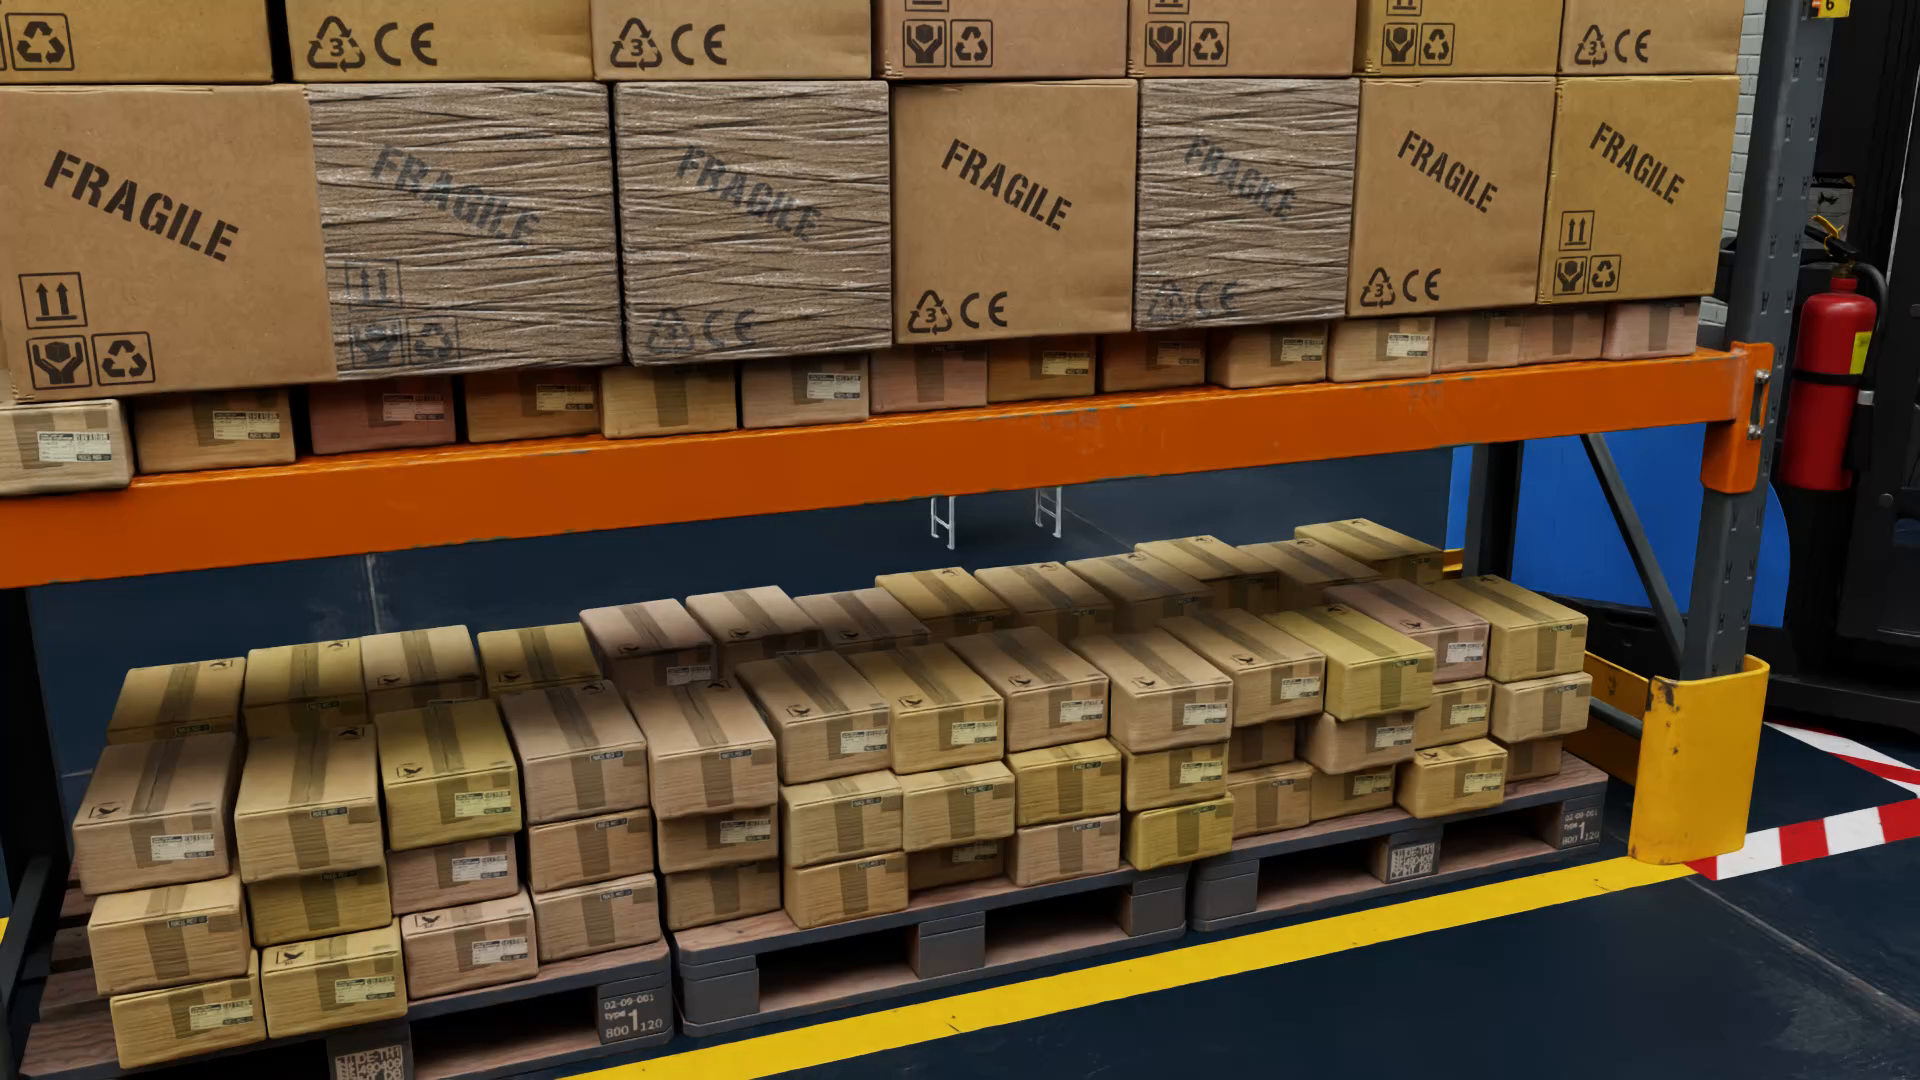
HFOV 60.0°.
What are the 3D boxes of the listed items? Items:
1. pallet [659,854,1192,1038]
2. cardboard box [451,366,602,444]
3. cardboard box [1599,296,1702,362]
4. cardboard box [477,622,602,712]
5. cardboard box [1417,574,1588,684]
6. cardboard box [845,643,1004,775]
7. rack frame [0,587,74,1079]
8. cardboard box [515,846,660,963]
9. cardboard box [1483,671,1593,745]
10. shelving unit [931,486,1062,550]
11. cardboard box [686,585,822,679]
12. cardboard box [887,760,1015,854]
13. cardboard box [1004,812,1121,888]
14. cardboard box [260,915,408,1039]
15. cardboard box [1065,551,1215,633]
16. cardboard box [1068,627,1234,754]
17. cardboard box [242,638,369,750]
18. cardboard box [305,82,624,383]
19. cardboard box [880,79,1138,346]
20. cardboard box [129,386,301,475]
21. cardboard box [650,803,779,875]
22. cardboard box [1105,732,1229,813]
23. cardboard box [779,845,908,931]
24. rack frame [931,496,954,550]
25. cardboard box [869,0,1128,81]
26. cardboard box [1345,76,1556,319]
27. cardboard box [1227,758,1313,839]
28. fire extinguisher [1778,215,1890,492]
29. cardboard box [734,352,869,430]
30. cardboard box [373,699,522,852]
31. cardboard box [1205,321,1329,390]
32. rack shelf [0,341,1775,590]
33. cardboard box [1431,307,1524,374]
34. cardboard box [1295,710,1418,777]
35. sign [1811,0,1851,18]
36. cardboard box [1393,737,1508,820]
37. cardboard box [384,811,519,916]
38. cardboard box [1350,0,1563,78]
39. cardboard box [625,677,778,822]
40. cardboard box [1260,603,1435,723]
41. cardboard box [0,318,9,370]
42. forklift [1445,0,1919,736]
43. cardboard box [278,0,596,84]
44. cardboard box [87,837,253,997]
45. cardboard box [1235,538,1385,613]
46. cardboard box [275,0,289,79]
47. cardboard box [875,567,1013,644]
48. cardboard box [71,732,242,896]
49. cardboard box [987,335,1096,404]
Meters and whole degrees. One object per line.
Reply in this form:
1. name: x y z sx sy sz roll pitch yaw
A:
1. pallet: -0.194 0.762 4.130 1.213 0.211 1.003 -6 17 -20
2. cardboard box: -0.868 -0.309 3.274 0.250 0.149 0.380 -7 18 -23
3. cardboard box: 1.582 -0.551 4.096 0.250 0.149 0.380 -6 17 -20
4. cardboard box: -0.986 0.333 3.901 0.250 0.149 0.380 -6 17 -18
5. cardboard box: 1.382 0.222 4.275 0.250 0.149 0.380 -6 17 -19
6. cardboard box: -0.085 0.375 3.757 0.250 0.149 0.380 -6 17 -20
7. rack frame: -1.950 -0.375 3.052 0.127 3.000 1.000 -6 17 -20
8. cardboard box: -0.814 0.735 3.587 0.250 0.149 0.380 -7 18 -21
9. cardboard box: 1.395 0.373 4.289 0.250 0.149 0.380 -7 18 -22
10. shelving unit: 0.155 -0.592 6.986 0.503 1.200 0.258 -6 17 -20
11. cardboard box: -0.519 0.251 4.180 0.250 0.149 0.380 -7 18 -22
12. cardboard box: -0.062 0.538 3.729 0.250 0.149 0.380 -6 17 -20
13. cardboard box: 0.183 0.645 3.892 0.250 0.149 0.380 -6 17 -19
14. cardboard box: -1.246 0.812 3.323 0.250 0.149 0.380 -6 17 -18
15. cardboard box: 0.477 0.164 4.475 0.250 0.149 0.380 -7 18 -23
16. cardboard box: 0.435 0.343 3.864 0.250 0.149 0.380 -5 17 -18
17. cardboard box: -1.486 0.365 3.790 0.250 0.149 0.380 -6 17 -19
18. cardboard box: -0.938 -0.601 3.117 0.500 0.500 0.500 -6 17 -20
19. cardboard box: 0.036 -0.704 3.468 0.500 0.500 0.500 -5 17 -17
20. cardboard box: -1.353 -0.243 3.047 0.250 0.149 0.380 -6 17 -18
21. cardboard box: -0.560 0.565 3.637 0.250 0.149 0.380 -5 17 -18
22. cardboard box: 0.431 0.482 3.920 0.250 0.149 0.380 -6 17 -19
23. cardboard box: -0.298 0.697 3.714 0.250 0.149 0.380 -7 18 -22
24. rack frame: -0.073 -0.568 6.902 0.015 1.200 0.240 -6 17 -20
25. cardboard box: -0.001 -1.177 3.304 0.500 0.500 0.500 -7 18 -22
26. cardboard box: 0.975 -0.806 3.813 0.500 0.500 0.500 -6 18 -21
27. cardboard box: 0.661 0.581 4.112 0.250 0.149 0.380 -6 17 -20
28. fire extinguisher: 2.186 -0.466 4.162 0.183 0.674 0.296 -6 17 -20
29. cardboard box: -0.356 -0.343 3.387 0.250 0.149 0.380 -5 17 -18
30. cardboard box: -1.057 0.475 3.416 0.250 0.149 0.380 -6 18 -21
31. cardboard box: 0.621 -0.456 3.772 0.250 0.149 0.380 -7 18 -23
32. rack shelf: -0.082 -0.232 3.840 4.000 0.370 1.077 -6 17 -20
33. cardboard box: 1.108 -0.506 3.944 0.250 0.149 0.380 -6 18 -21
34. cardboard box: 0.910 0.426 4.109 0.250 0.149 0.380 -7 18 -22
35. sign: 1.965 -1.338 3.714 0.005 0.325 0.100 -6 17 -20
36. cardboard box: 1.165 0.548 4.221 0.250 0.149 0.380 -6 17 -18
37. cardboard box: -1.078 0.613 3.474 0.250 0.149 0.380 -6 17 -20
38. cardboard box: 0.974 -1.286 3.675 0.500 0.500 0.500 -7 18 -22
39. cardboard box: -0.555 0.438 3.540 0.250 0.149 0.380 -6 17 -19
40. cardboard box: 0.930 0.292 4.038 0.250 0.149 0.380 -7 18 -21
41. cardboard box: -4.221 -0.803 7.533 0.875 0.875 1.225 -6 17 -20
42. forklift: 3.156 -0.901 4.963 3.031 2.935 1.130 9 19 28
43. cardboard box: -0.963 -1.083 2.984 0.500 0.500 0.500 -7 18 -22
44. cardboard box: -1.497 0.696 3.191 0.250 0.149 0.380 -5 17 -18
45. cardboard box: 0.960 0.125 4.606 0.250 0.149 0.380 -6 17 -19
46. cardboard box: -1.608 -1.164 3.259 0.500 0.500 0.500 -7 18 -22
47. cardboard box: -0.047 0.204 4.339 0.250 0.149 0.380 -6 17 -19
48. cardboard box: -1.554 0.525 3.244 0.250 0.149 0.380 -5 17 -18
49. cardboard box: 0.106 -0.413 3.627 0.250 0.149 0.380 -6 17 -19
